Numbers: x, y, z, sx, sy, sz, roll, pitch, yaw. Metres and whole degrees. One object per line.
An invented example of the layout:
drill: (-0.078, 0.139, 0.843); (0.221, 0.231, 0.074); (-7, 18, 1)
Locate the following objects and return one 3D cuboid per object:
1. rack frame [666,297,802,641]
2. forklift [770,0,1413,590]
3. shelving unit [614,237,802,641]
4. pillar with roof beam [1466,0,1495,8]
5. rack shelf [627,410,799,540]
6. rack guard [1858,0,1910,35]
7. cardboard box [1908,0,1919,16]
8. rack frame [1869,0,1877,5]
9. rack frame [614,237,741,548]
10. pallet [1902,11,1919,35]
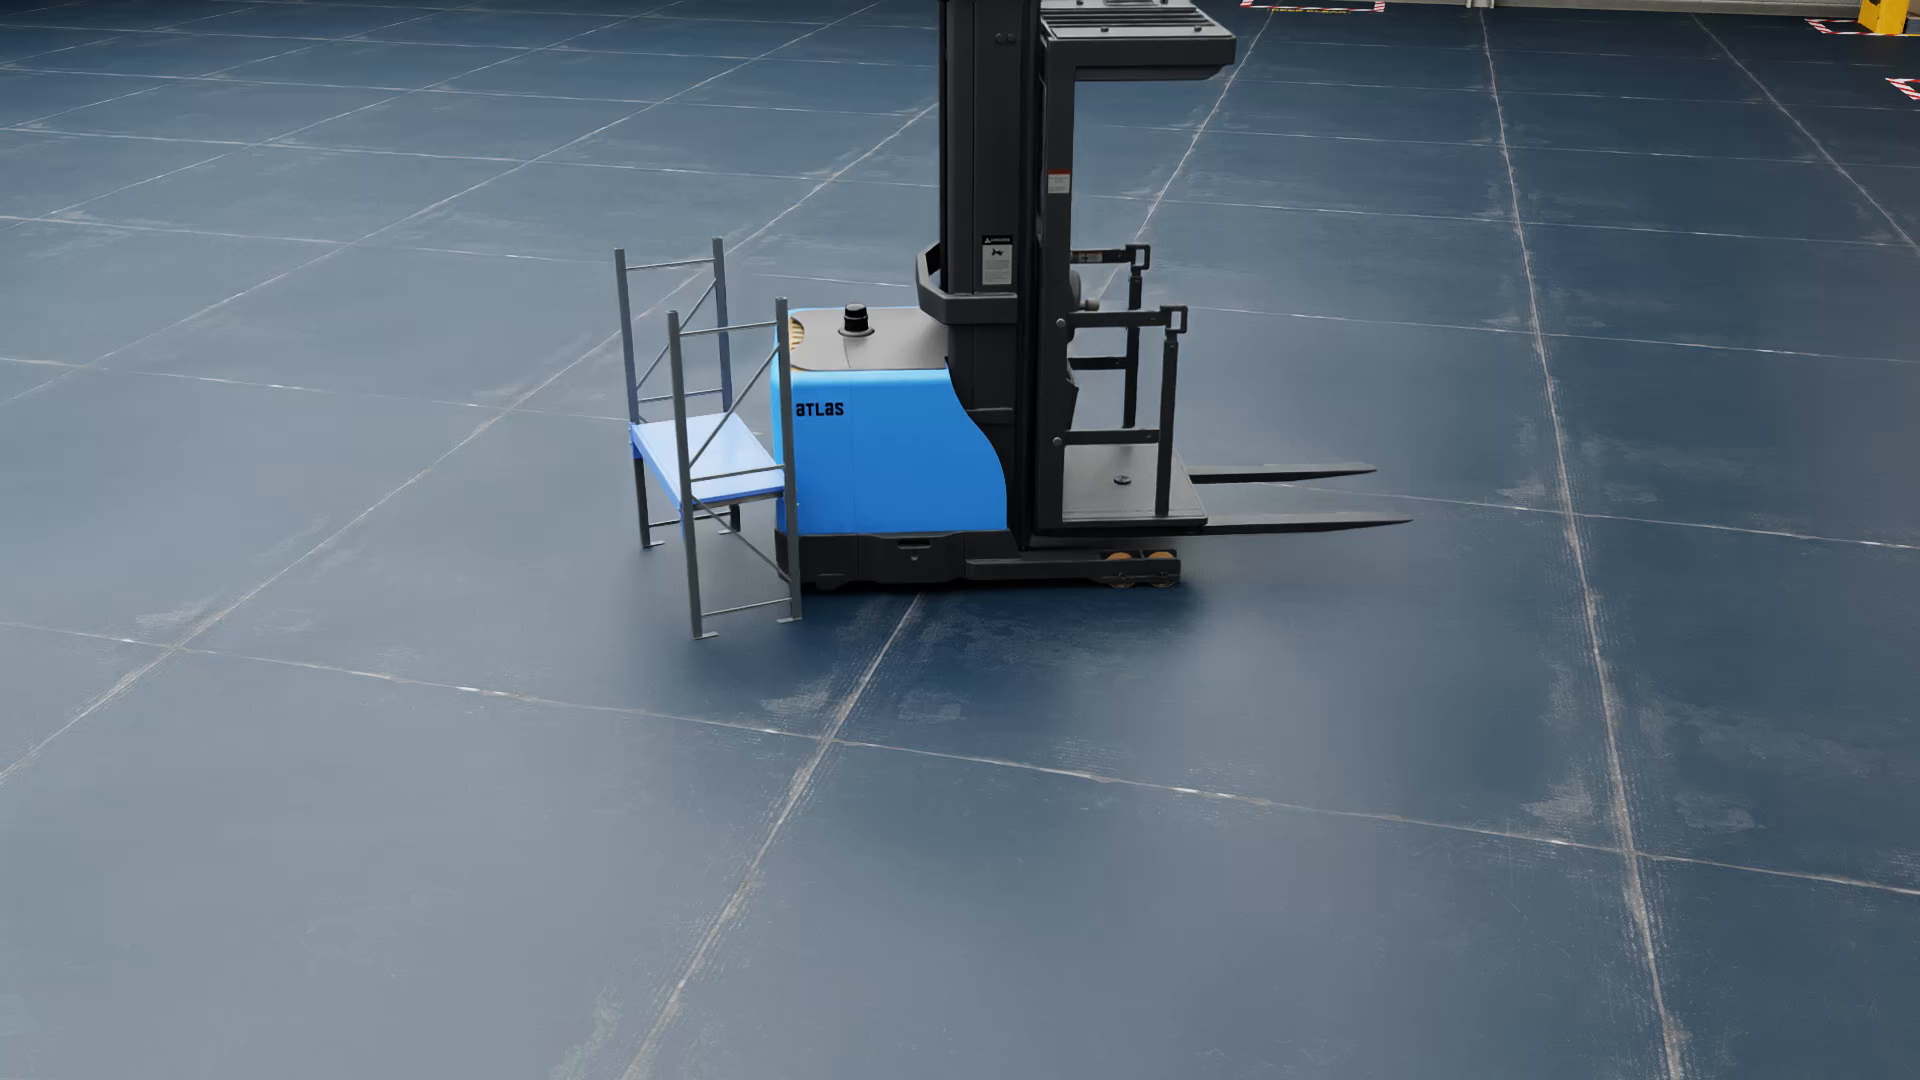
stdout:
rack frame: (-0.948, -0.281, 7.095); (0.500, 1.500, 0.032); (-10, 27, -20)
forklift: (0.634, -1.322, 7.617); (3.031, 2.935, 1.130); (-2, 26, -3)
shelving unit: (-1.142, -0.483, 7.520); (0.538, 1.500, 1.048); (-10, 27, -20)
pillar with roof beam: (6.845, -10.394, 19.614); (0.400, 9.000, 9.100); (6, 26, 13)
rack shelf: (-1.142, -0.321, 7.597); (0.538, 0.185, 1.000); (-10, 27, -20)
rack guard: (12.909, -7.414, 23.241); (0.348, 0.500, 1.175); (6, 26, 13)
cardboard box: (13.483, -7.424, 22.969); (0.500, 0.311, 0.500); (3, 26, 7)
rack frame: (12.835, -8.550, 22.720); (0.127, 3.000, 1.000); (6, 26, 13)
rack frame: (-1.336, -0.685, 7.944); (0.500, 1.500, 0.032); (-10, 27, -20)
pallet: (13.687, -7.182, 23.089); (1.213, 0.211, 1.003); (6, 26, 13)
